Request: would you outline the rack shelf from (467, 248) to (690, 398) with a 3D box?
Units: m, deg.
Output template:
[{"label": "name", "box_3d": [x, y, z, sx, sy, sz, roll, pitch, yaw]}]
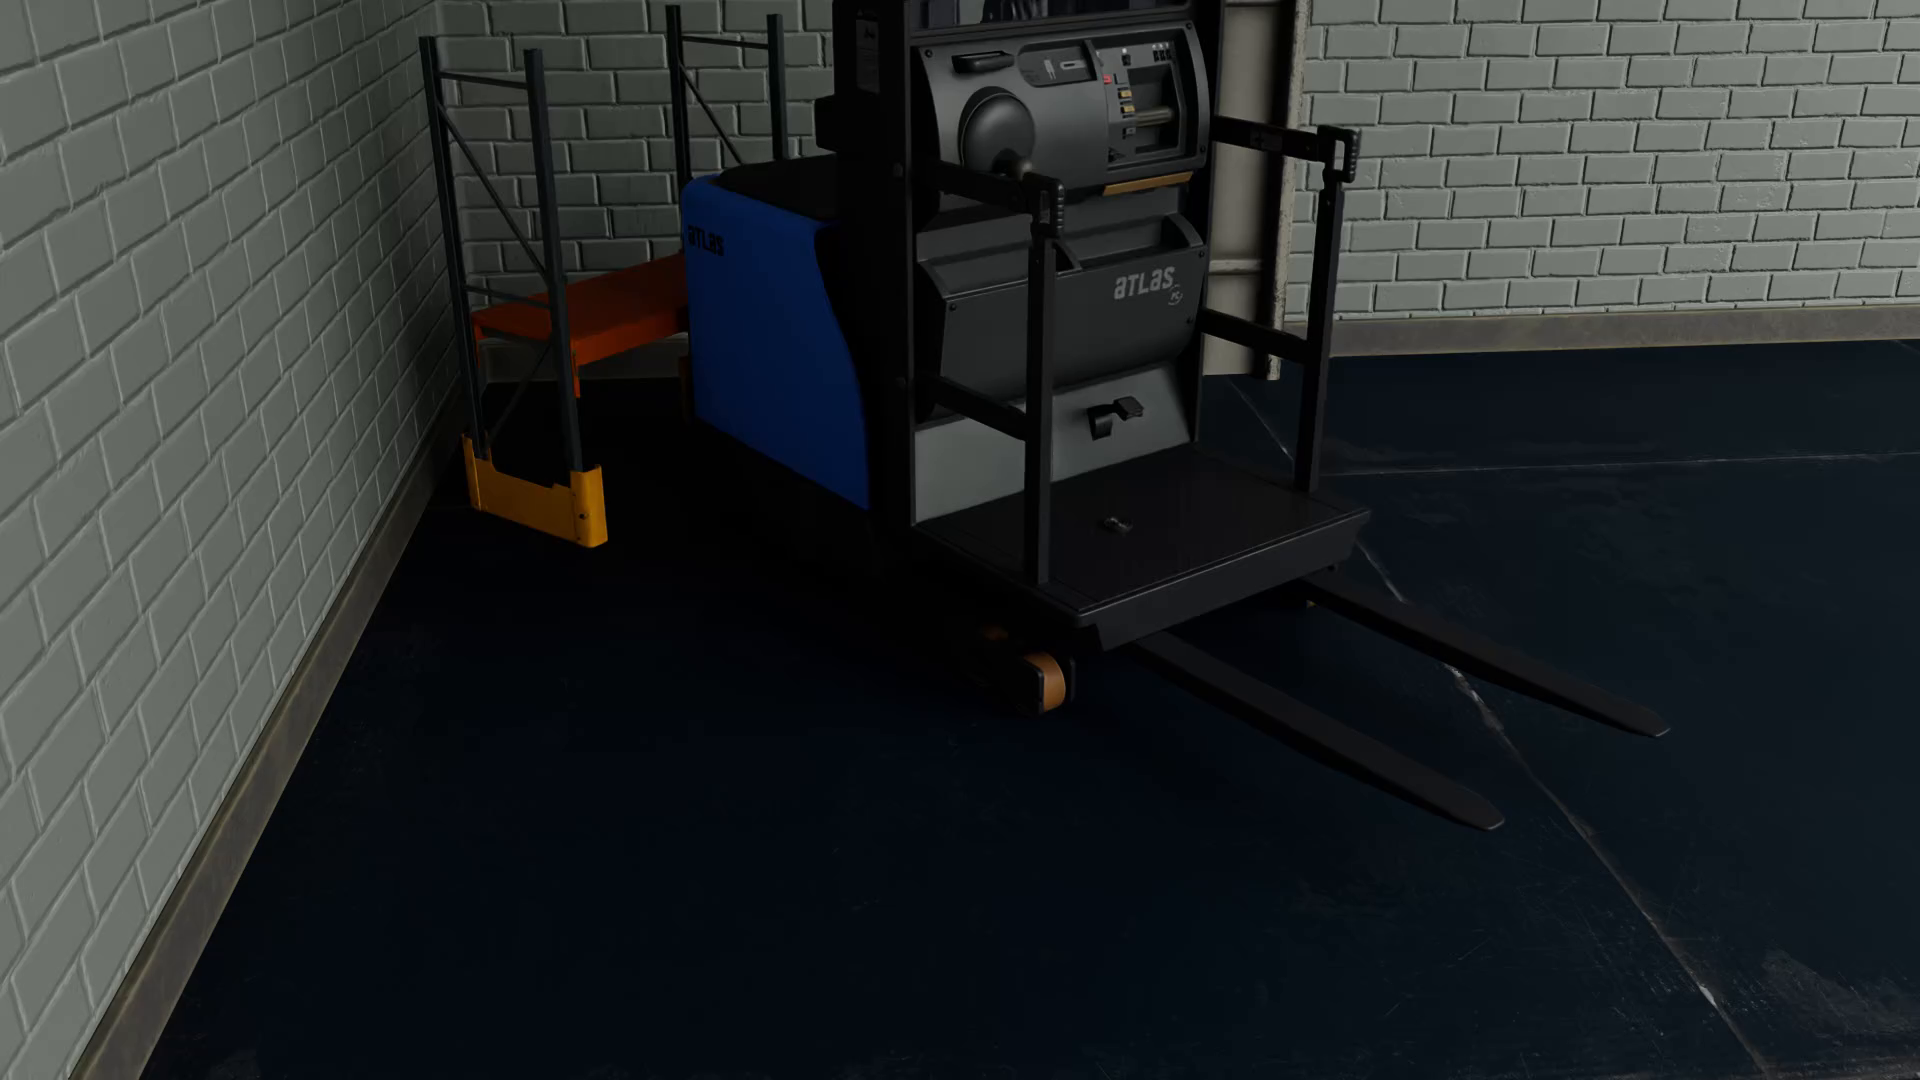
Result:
[{"label": "rack shelf", "box_3d": [-1.082, -0.740, 5.510, 0.538, 0.185, 1.000, 16, 29, 32]}]

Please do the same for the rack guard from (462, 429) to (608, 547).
[{"label": "rack guard", "box_3d": [-1.366, -0.171, 5.327, 0.587, 0.250, 0.087, 16, 29, 32]}]

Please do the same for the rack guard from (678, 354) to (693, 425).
[{"label": "rack guard", "box_3d": [-0.787, -0.501, 6.068, 0.587, 0.250, 0.087, 16, 29, 32]}]

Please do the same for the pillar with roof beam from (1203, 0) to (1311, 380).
[{"label": "pillar with roof beam", "box_3d": [1.500, -3.073, 1.084, 0.400, 9.000, 9.100, -2, 24, -5]}]

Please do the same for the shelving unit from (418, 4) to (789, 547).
[{"label": "shelving unit", "box_3d": [-1.077, -0.907, 5.444, 0.587, 1.500, 1.083, 16, 29, 32]}]

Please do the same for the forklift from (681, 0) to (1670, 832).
[{"label": "forklift", "box_3d": [0.419, -1.117, 4.154, 1.130, 2.935, 3.031, -17, 29, -34]}]

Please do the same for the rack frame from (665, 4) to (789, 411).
[{"label": "rack frame", "box_3d": [-0.787, -1.072, 5.816, 0.500, 1.500, 0.032, 16, 29, 32]}]

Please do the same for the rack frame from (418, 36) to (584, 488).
[{"label": "rack frame", "box_3d": [-1.377, -0.736, 5.059, 0.500, 1.500, 0.032, 16, 29, 32]}]
